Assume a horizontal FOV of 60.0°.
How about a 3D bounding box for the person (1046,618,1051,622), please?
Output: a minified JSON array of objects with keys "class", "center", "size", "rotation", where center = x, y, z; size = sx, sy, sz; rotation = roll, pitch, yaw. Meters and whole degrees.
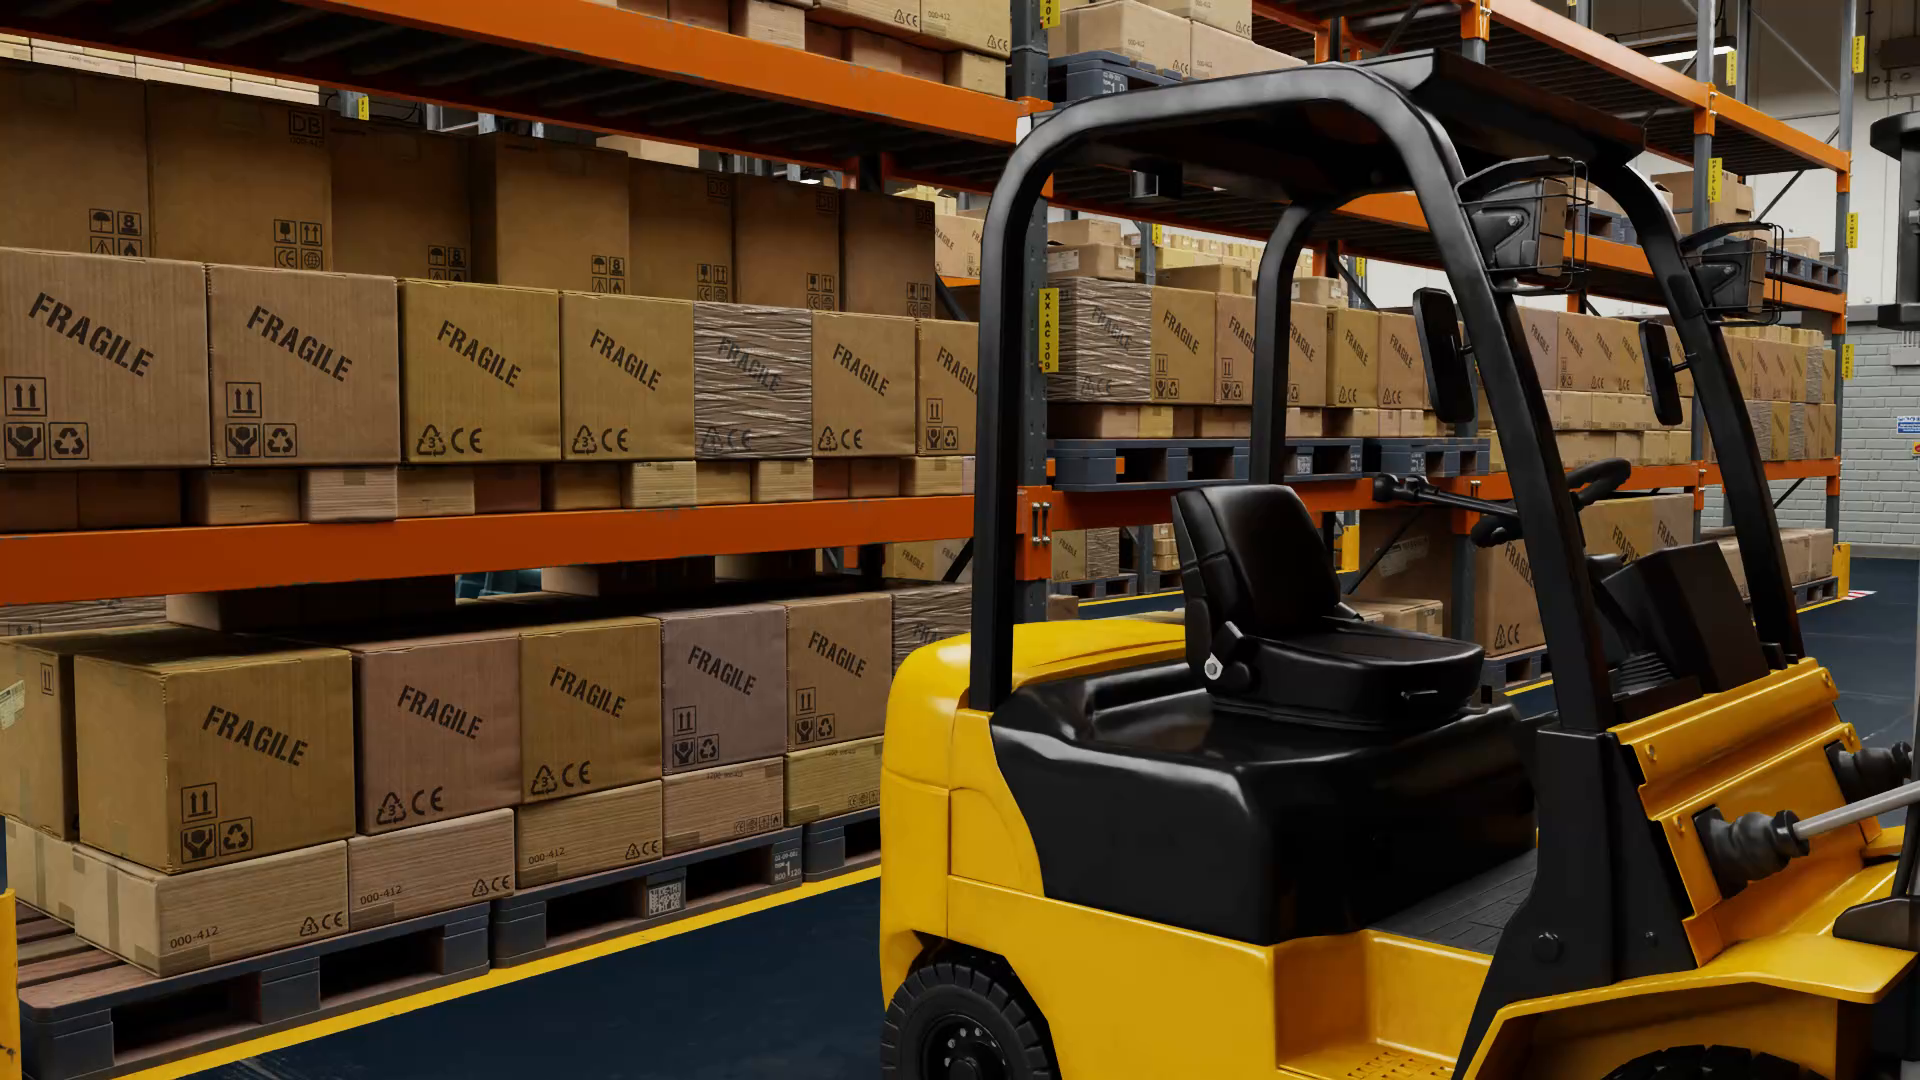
[{"class":"person","center":[0.405,-0.133,12.736],"size":[0.647,1.670,0.504],"rotation":[3,5,41]}]
